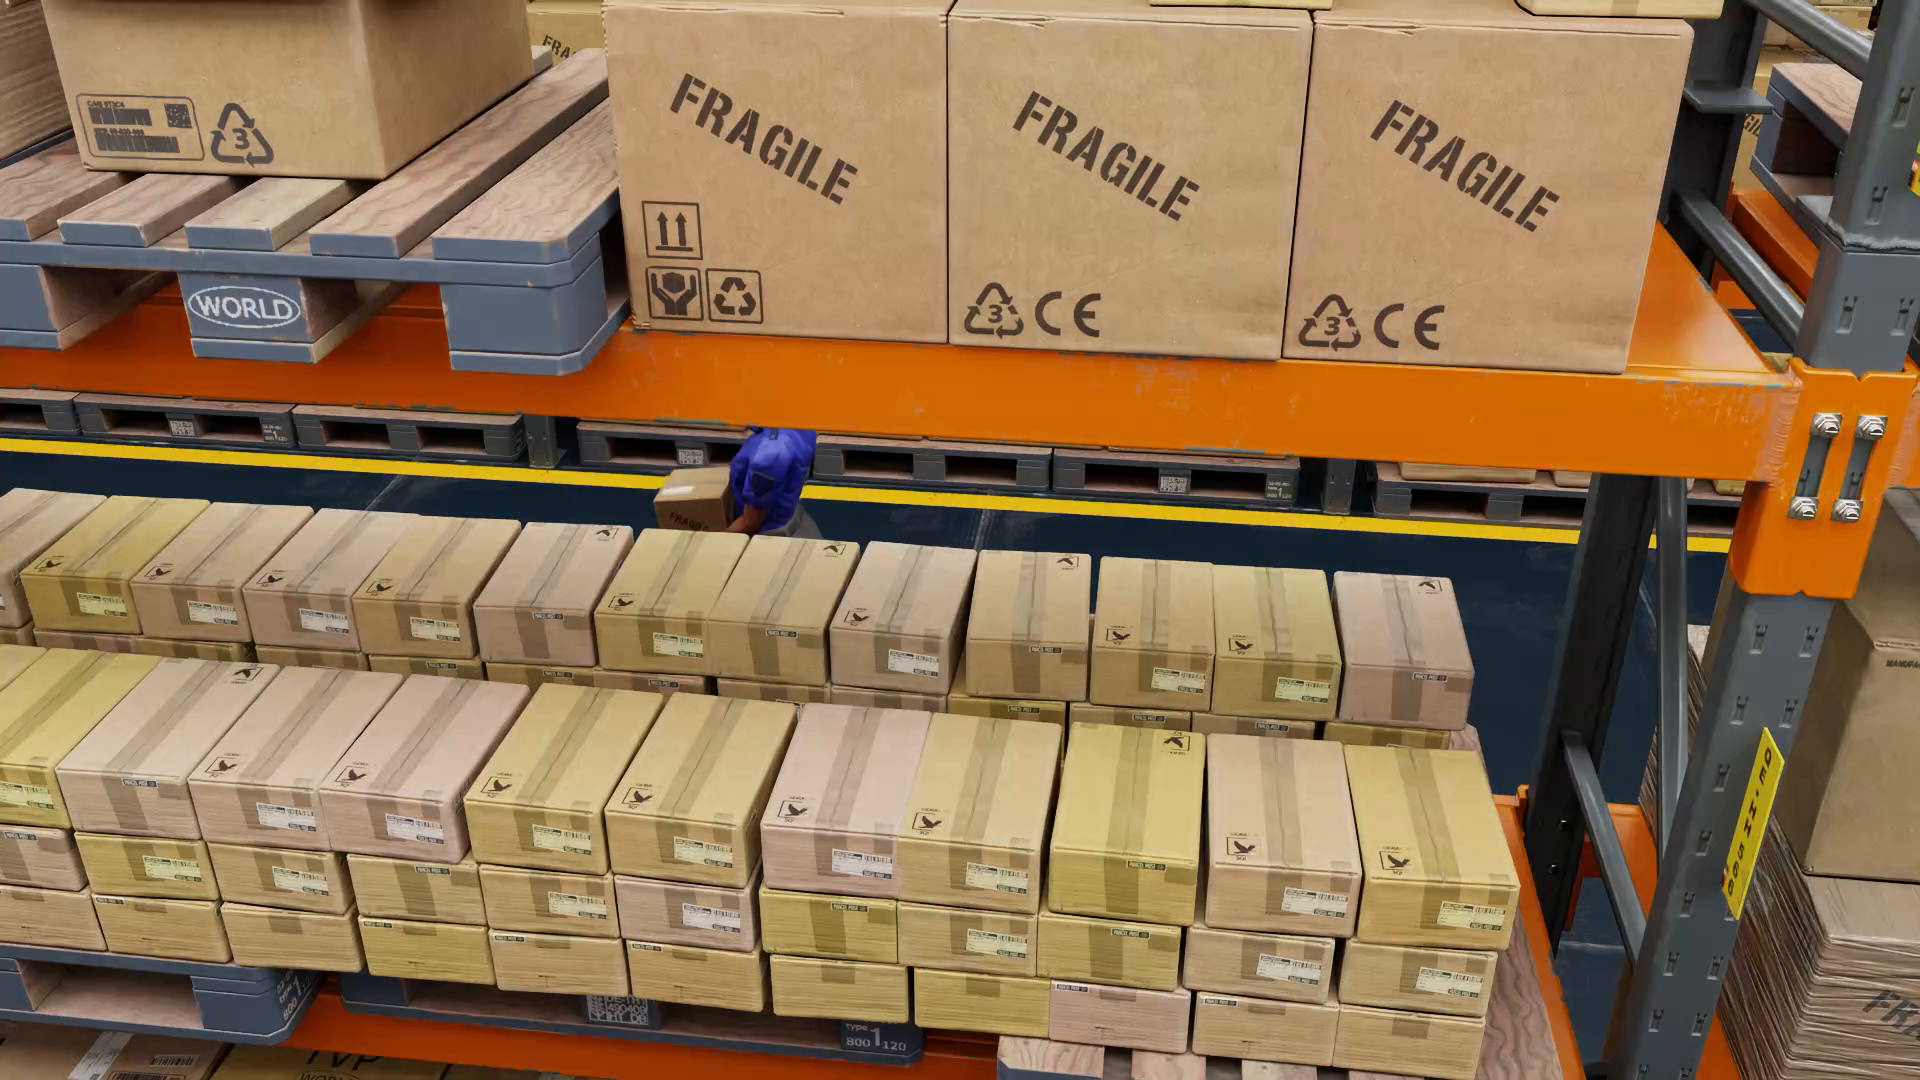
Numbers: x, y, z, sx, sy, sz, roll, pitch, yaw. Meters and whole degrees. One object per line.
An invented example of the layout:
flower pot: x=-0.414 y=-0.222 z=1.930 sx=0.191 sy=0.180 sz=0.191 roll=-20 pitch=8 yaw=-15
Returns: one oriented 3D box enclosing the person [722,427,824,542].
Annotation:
person: x=-0.745 y=0.066 z=6.018 sx=0.500 sy=1.655 sz=0.449 roll=4 pitch=29 yaw=7
